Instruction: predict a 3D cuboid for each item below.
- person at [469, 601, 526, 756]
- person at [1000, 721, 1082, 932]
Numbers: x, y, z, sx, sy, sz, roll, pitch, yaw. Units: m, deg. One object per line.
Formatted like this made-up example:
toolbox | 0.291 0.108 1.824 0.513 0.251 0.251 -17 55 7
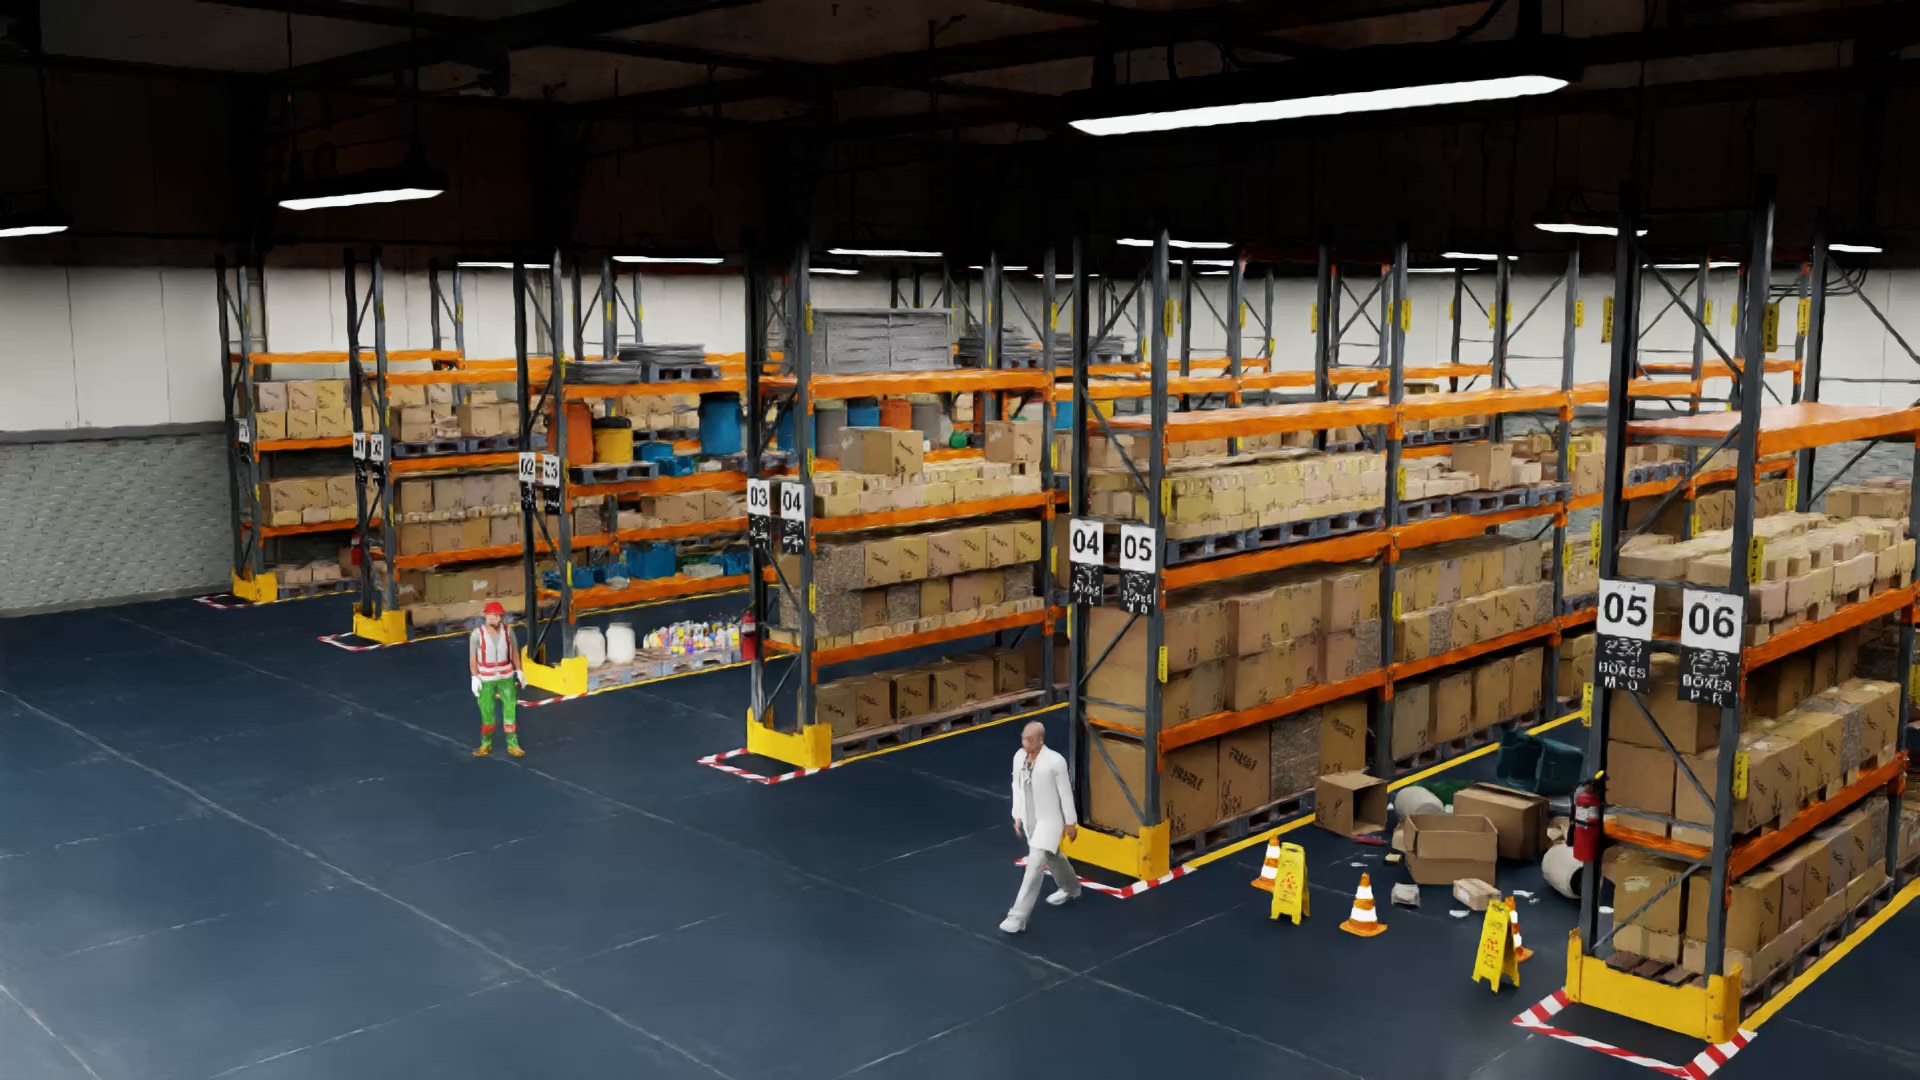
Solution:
person | -5.290 1.582 19.020 0.629 1.784 0.433 -4 9 -23
person | 0.647 2.343 13.958 1.194 1.698 0.598 -7 11 -42
